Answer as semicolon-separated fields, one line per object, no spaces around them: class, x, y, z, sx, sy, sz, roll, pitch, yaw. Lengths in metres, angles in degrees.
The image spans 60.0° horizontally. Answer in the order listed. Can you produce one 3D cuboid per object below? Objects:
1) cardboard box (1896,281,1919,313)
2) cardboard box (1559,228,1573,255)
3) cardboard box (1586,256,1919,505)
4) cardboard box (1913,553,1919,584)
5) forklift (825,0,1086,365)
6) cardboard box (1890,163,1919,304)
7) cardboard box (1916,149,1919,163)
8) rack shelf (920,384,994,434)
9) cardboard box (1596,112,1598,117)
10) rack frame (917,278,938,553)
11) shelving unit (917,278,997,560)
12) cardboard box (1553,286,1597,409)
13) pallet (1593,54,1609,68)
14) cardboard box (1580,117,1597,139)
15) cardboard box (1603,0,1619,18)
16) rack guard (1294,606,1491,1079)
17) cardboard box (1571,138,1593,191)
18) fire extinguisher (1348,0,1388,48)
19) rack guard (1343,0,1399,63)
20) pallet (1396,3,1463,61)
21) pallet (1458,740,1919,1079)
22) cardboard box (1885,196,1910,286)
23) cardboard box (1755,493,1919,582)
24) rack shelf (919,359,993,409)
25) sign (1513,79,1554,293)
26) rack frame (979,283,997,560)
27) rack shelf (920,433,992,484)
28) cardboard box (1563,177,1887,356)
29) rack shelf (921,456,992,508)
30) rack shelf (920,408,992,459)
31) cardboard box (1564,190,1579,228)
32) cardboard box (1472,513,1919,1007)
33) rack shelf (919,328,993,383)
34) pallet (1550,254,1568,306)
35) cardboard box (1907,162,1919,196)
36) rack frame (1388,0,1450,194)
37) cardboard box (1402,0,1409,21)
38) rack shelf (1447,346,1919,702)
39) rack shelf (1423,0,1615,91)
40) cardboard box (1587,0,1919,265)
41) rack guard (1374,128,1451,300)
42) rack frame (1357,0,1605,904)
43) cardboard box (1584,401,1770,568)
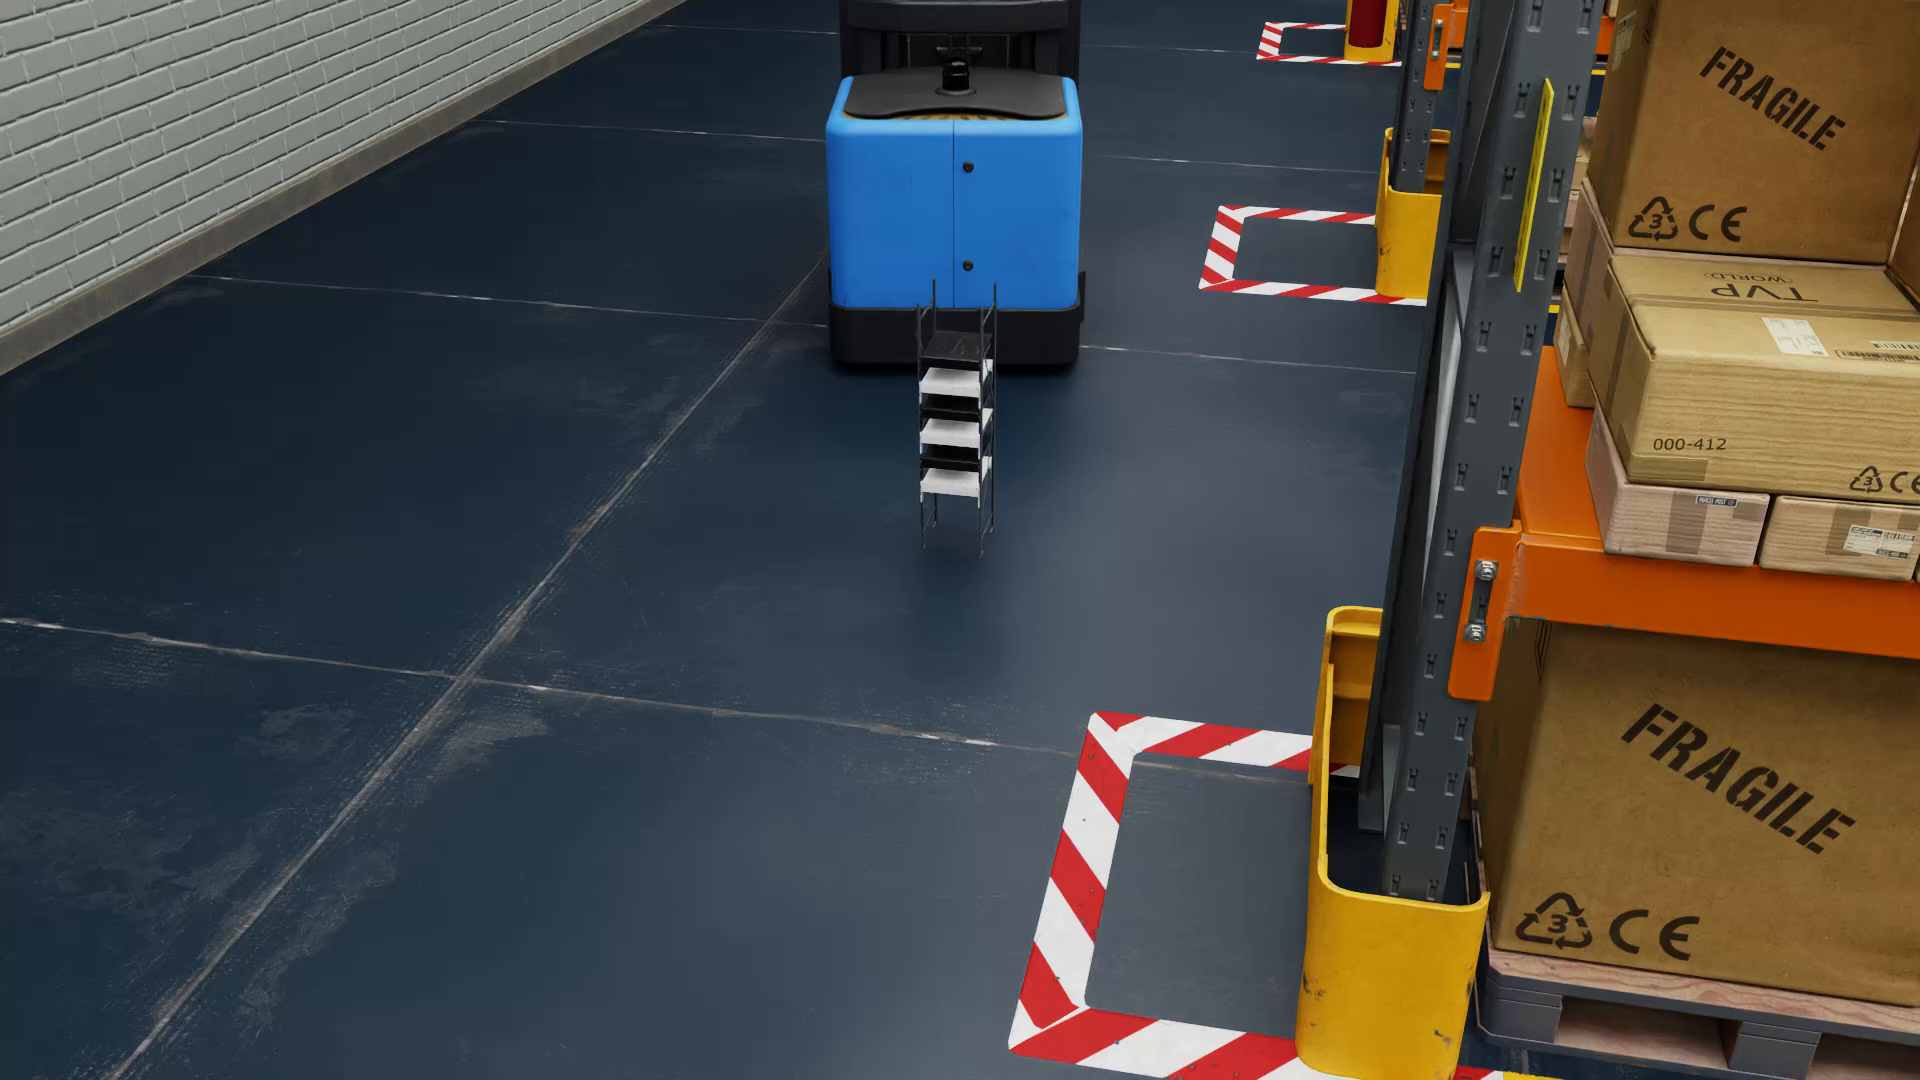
cardboard box;1.968;-0.255;2.939;0.500;0.250;0.500;6;29;10
cardboard box;2.898;-1.477;7.855;0.250;0.149;0.380;6;29;10
cardboard box;1.458;-0.304;3.029;0.500;0.250;0.500;5;29;9
cardboard box;1.825;-0.063;3.003;0.250;0.149;0.380;5;29;9
forklift;0.006;-2.685;7.602;1.130;2.935;3.031;1;29;1
cardboard box;1.947;-0.583;2.757;0.500;0.500;0.500;5;29;9
cardboard box;4.508;-1.785;7.798;0.250;0.149;0.380;5;29;8
rack shelf;-0.008;-0.445;5.508;0.200;0.077;0.258;6;29;11
cardboard box;3.264;-1.976;8.147;0.250;0.149;0.380;5;29;9
rack frame;-0.107;-0.406;5.554;0.006;0.900;0.240;6;29;11
shelving unit;-0.008;-0.396;5.535;0.210;0.900;0.258;6;29;11
cardboard box;1.462;-0.423;3.661;0.250;0.149;0.380;6;29;12
pallet;5.102;-3.679;12.249;1.213;0.211;1.003;6;29;11
cardboard box;2.984;-1.942;8.086;0.250;0.149;0.380;6;29;12
cardboard box;2.937;-2.379;7.233;0.250;0.149;0.380;5;29;9
rack guard;1.021;0.680;3.988;0.348;0.500;1.175;6;29;11
cardboard box;2.916;-1.745;7.726;0.250;0.149;0.380;6;29;11
fire extinguisher;2.029;-2.778;8.170;0.183;0.674;0.296;6;29;11
rack guard;3.091;-3.974;12.489;0.348;0.500;1.175;6;29;11
pallet;3.913;-3.802;12.475;1.213;0.211;1.003;6;29;11
pallet;1.843;0.852;3.974;1.213;0.211;1.003;6;29;11
cardboard box;2.070;-0.504;3.393;0.500;0.250;0.500;5;29;10
cardboard box;1.574;-0.089;3.050;0.250;0.149;0.380;5;29;10
rack shelf;-0.008;-0.524;5.465;0.200;0.077;0.258;6;29;11
sign;0.923;-0.569;2.682;0.005;0.325;0.100;6;29;11
rack frame;0.091;-0.385;5.517;0.006;0.900;0.240;6;29;11
rack shelf;-0.008;-0.287;5.595;0.200;0.077;0.258;6;29;11
cardboard box;1.574;-0.555;3.487;0.500;0.250;0.500;5;29;10
rack shelf;-0.008;-0.208;5.638;0.200;0.077;0.258;6;29;11
rack shelf;-0.008;-0.366;5.551;0.200;0.077;0.258;6;29;11
cardboard box;2.894;-1.571;7.717;0.250;0.149;0.380;6;29;10
cardboard box;1.687;0.360;3.744;0.875;0.875;0.875;6;29;11
rack shelf;-0.008;-0.603;5.422;0.200;0.077;0.258;6;29;11
pallet;3.041;-1.405;8.096;1.213;0.211;1.003;6;29;11
cardboard box;4.178;-1.613;7.485;0.250;0.149;0.380;6;29;11
rack frame;2.179;-2.734;7.620;0.127;3.000;1.000;6;29;11
cardboard box;3.781;-4.110;12.364;0.875;0.438;0.875;5;29;9
rack shelf;3.001;0.102;3.190;4.000;0.370;1.077;6;29;11
rack shelf;4.135;-2.218;7.426;4.000;0.370;1.077;6;29;11
cardboard box;1.576;-0.883;3.304;0.500;0.500;0.500;6;29;11
rack guard;2.254;-1.630;8.206;0.348;0.500;1.175;6;29;11
rack frame;1.045;-0.415;3.384;0.127;3.000;1.000;6;29;11
cardboard box;1.323;-0.114;3.096;0.250;0.149;0.380;6;29;11
